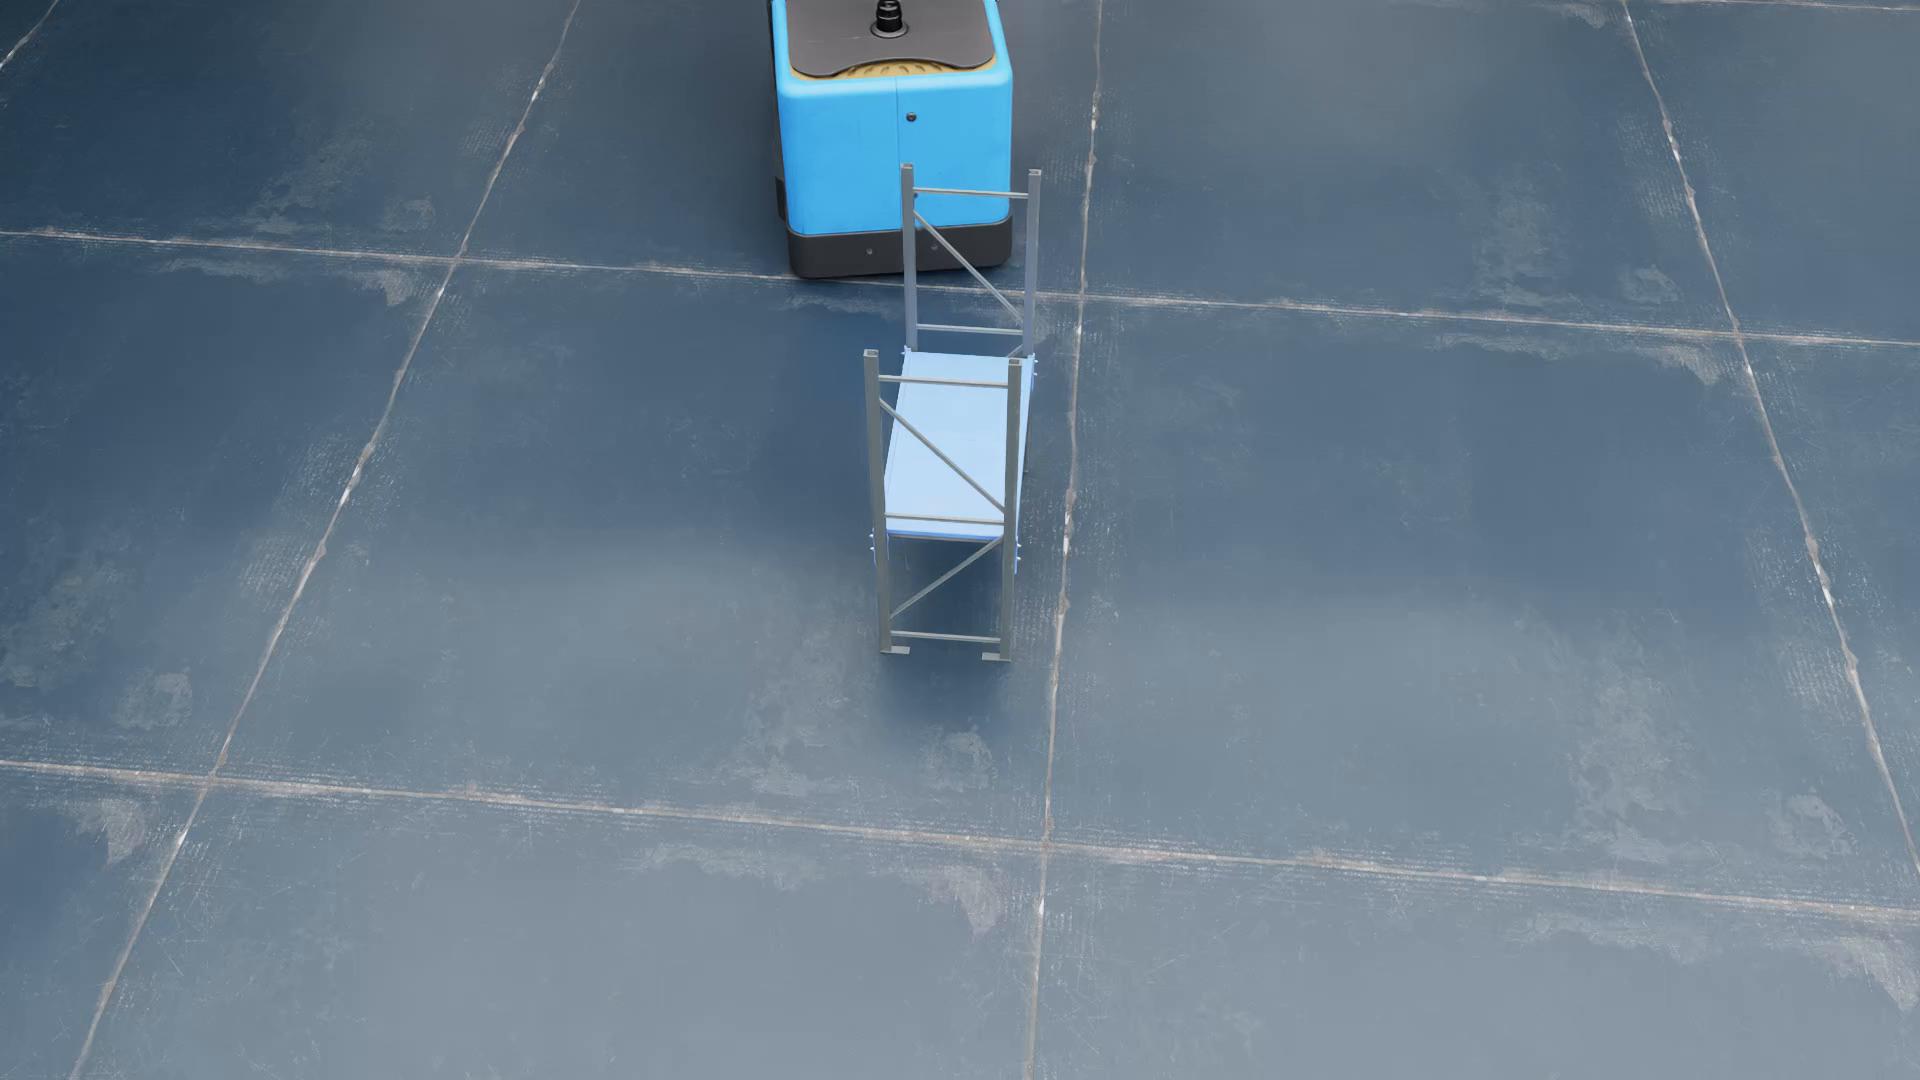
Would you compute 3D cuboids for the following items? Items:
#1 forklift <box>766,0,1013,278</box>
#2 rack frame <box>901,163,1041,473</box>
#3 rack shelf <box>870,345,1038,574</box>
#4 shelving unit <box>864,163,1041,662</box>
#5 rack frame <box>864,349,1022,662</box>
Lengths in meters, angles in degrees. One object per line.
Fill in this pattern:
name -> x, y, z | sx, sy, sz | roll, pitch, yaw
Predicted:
forklift -> -0.430, -3.308, 7.790 | 1.130, 2.935, 3.031 | -5, 48, -4
rack frame -> 0.039, -0.817, 6.481 | 0.500, 1.500, 0.032 | 4, 48, 4
rack shelf -> -0.008, -0.322, 6.272 | 0.538, 0.185, 1.000 | 4, 48, 4
shelving unit -> -0.008, -0.443, 6.139 | 0.538, 1.500, 1.048 | 4, 48, 4
rack frame -> -0.054, -0.070, 5.798 | 0.500, 1.500, 0.032 | 4, 48, 4
